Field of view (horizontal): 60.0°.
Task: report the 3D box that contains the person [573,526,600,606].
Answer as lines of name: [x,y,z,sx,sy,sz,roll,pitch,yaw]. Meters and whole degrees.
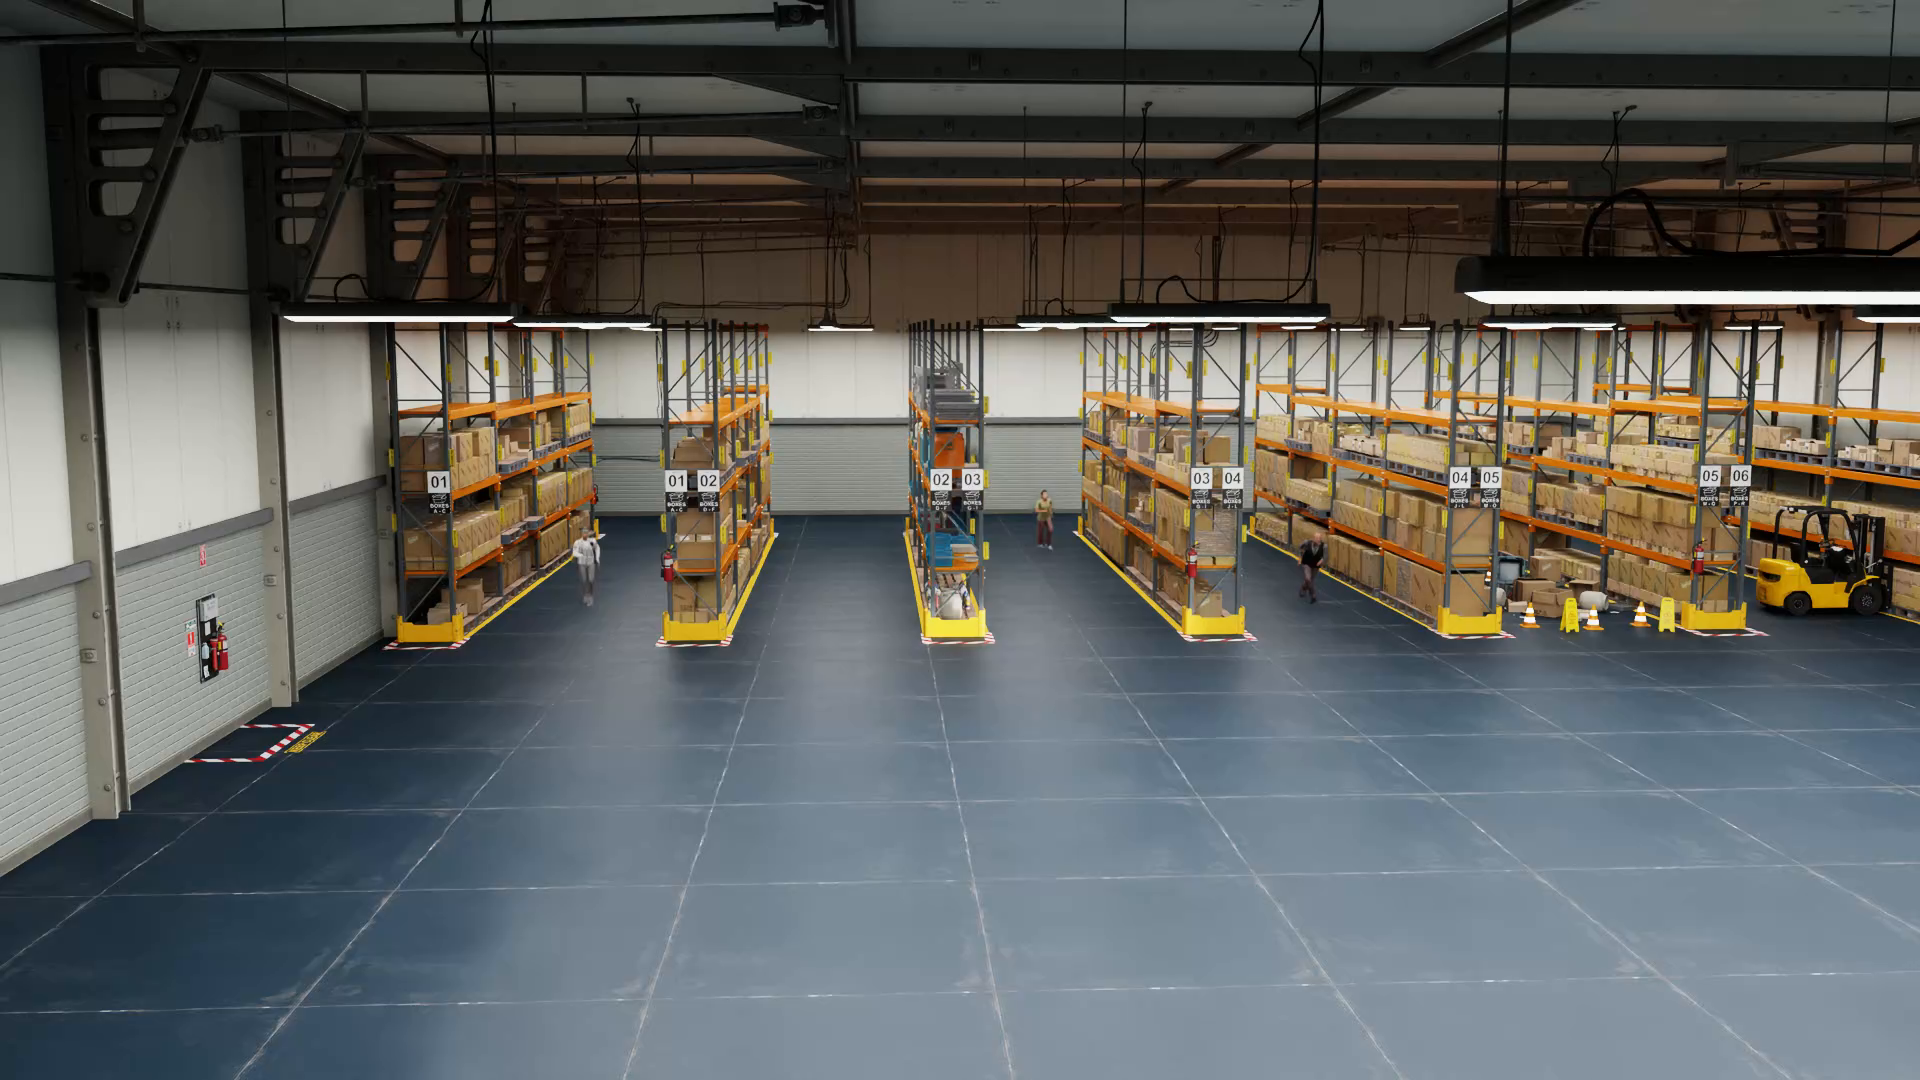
person: [-7.912,0.549,35.217,0.551,1.712,0.790,-1,7,-10]

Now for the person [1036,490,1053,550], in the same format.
person: [2.226,-0.543,44.239,0.512,1.611,0.891,-1,7,-11]

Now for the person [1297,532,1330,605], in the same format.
person: [7.553,0.560,35.727,0.642,1.552,1.074,0,7,-2]
